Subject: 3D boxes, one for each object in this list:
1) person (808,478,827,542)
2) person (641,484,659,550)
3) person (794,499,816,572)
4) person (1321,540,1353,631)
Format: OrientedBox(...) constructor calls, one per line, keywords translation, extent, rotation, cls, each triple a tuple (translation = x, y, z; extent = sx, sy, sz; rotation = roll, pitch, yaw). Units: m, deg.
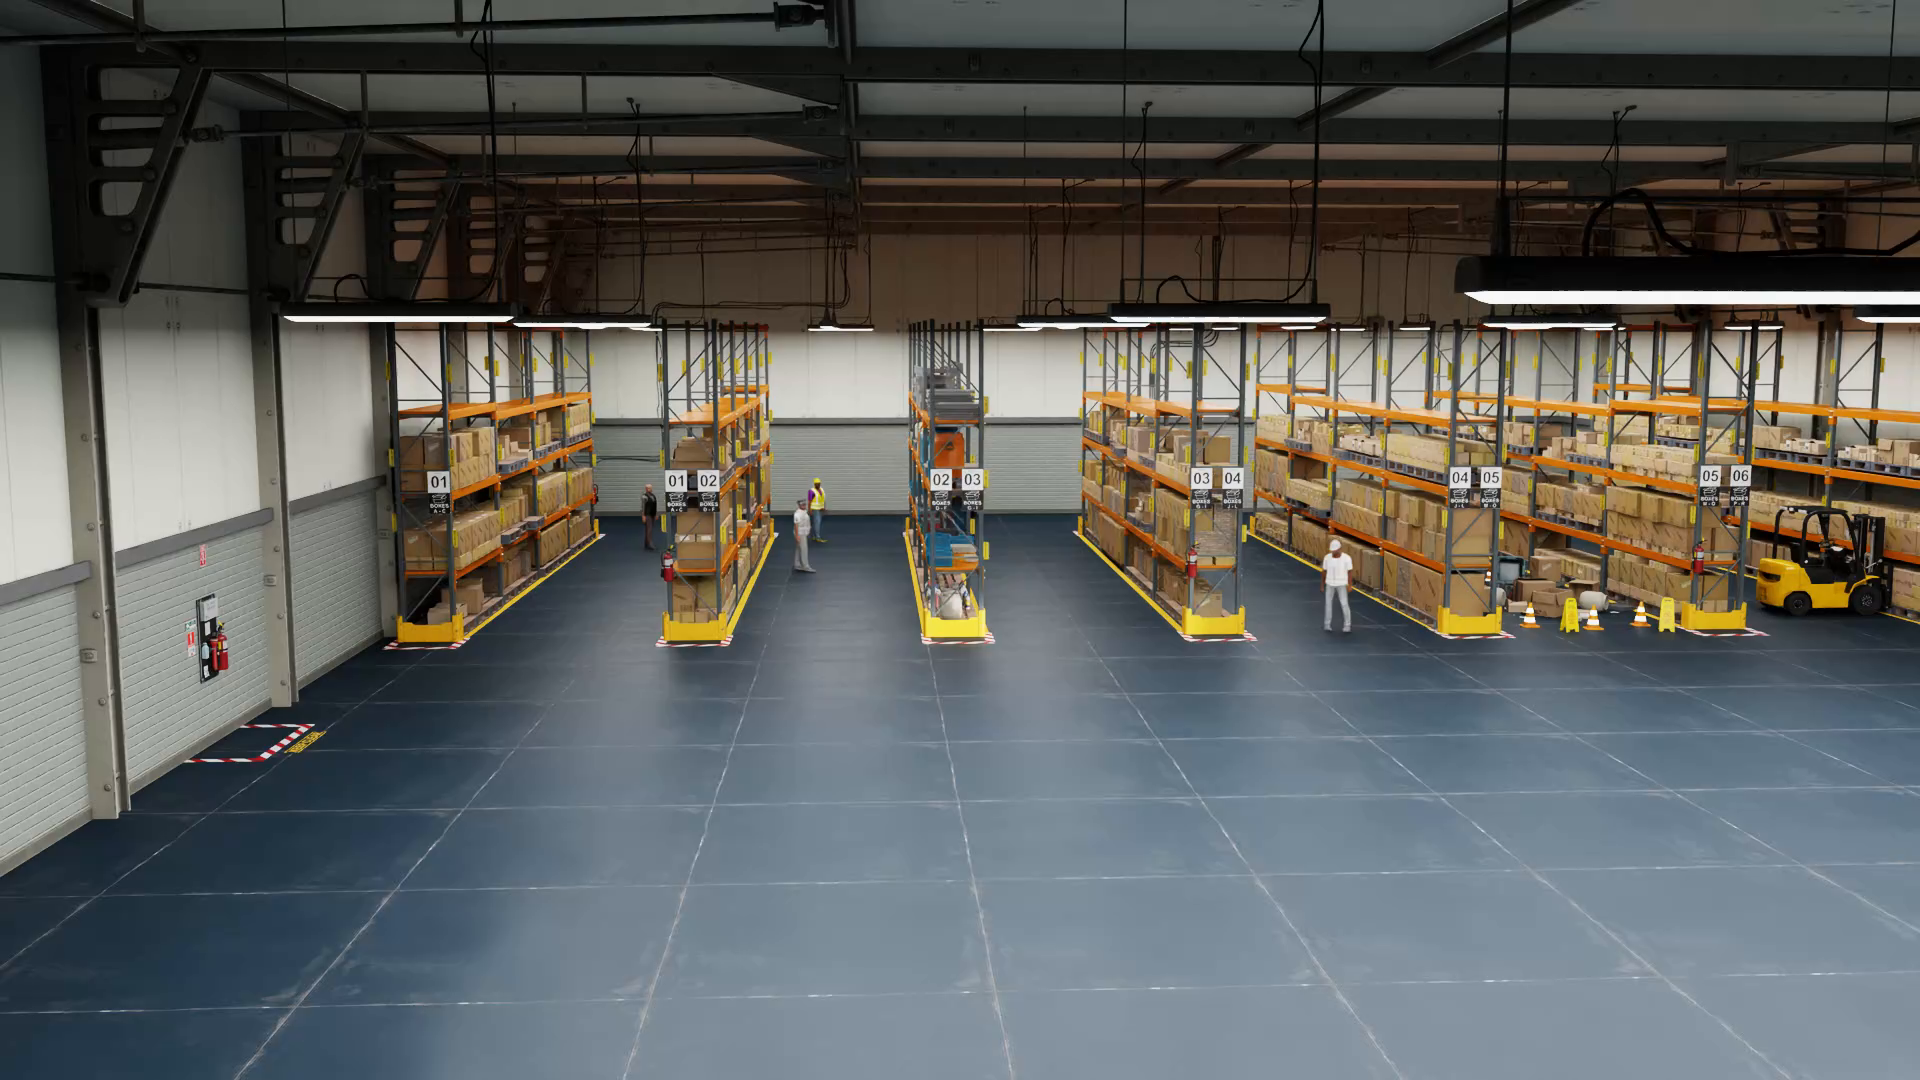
OrientedBox(translation=(-3.877, -0.837, 46.075), extent=(0.594, 1.770, 0.586), rotation=(4, 8, 29), cls="person")
OrientedBox(translation=(-8.278, -0.636, 44.647), extent=(0.474, 1.729, 0.568), rotation=(1, 7, 9), cls="person")
OrientedBox(translation=(-3.751, -0.126, 40.353), extent=(0.576, 1.774, 0.555), rotation=(1, 7, 7), cls="person")
OrientedBox(translation=(7.281, 0.870, 32.207), extent=(0.618, 1.763, 0.419), rotation=(4, 8, 30), cls="person")
